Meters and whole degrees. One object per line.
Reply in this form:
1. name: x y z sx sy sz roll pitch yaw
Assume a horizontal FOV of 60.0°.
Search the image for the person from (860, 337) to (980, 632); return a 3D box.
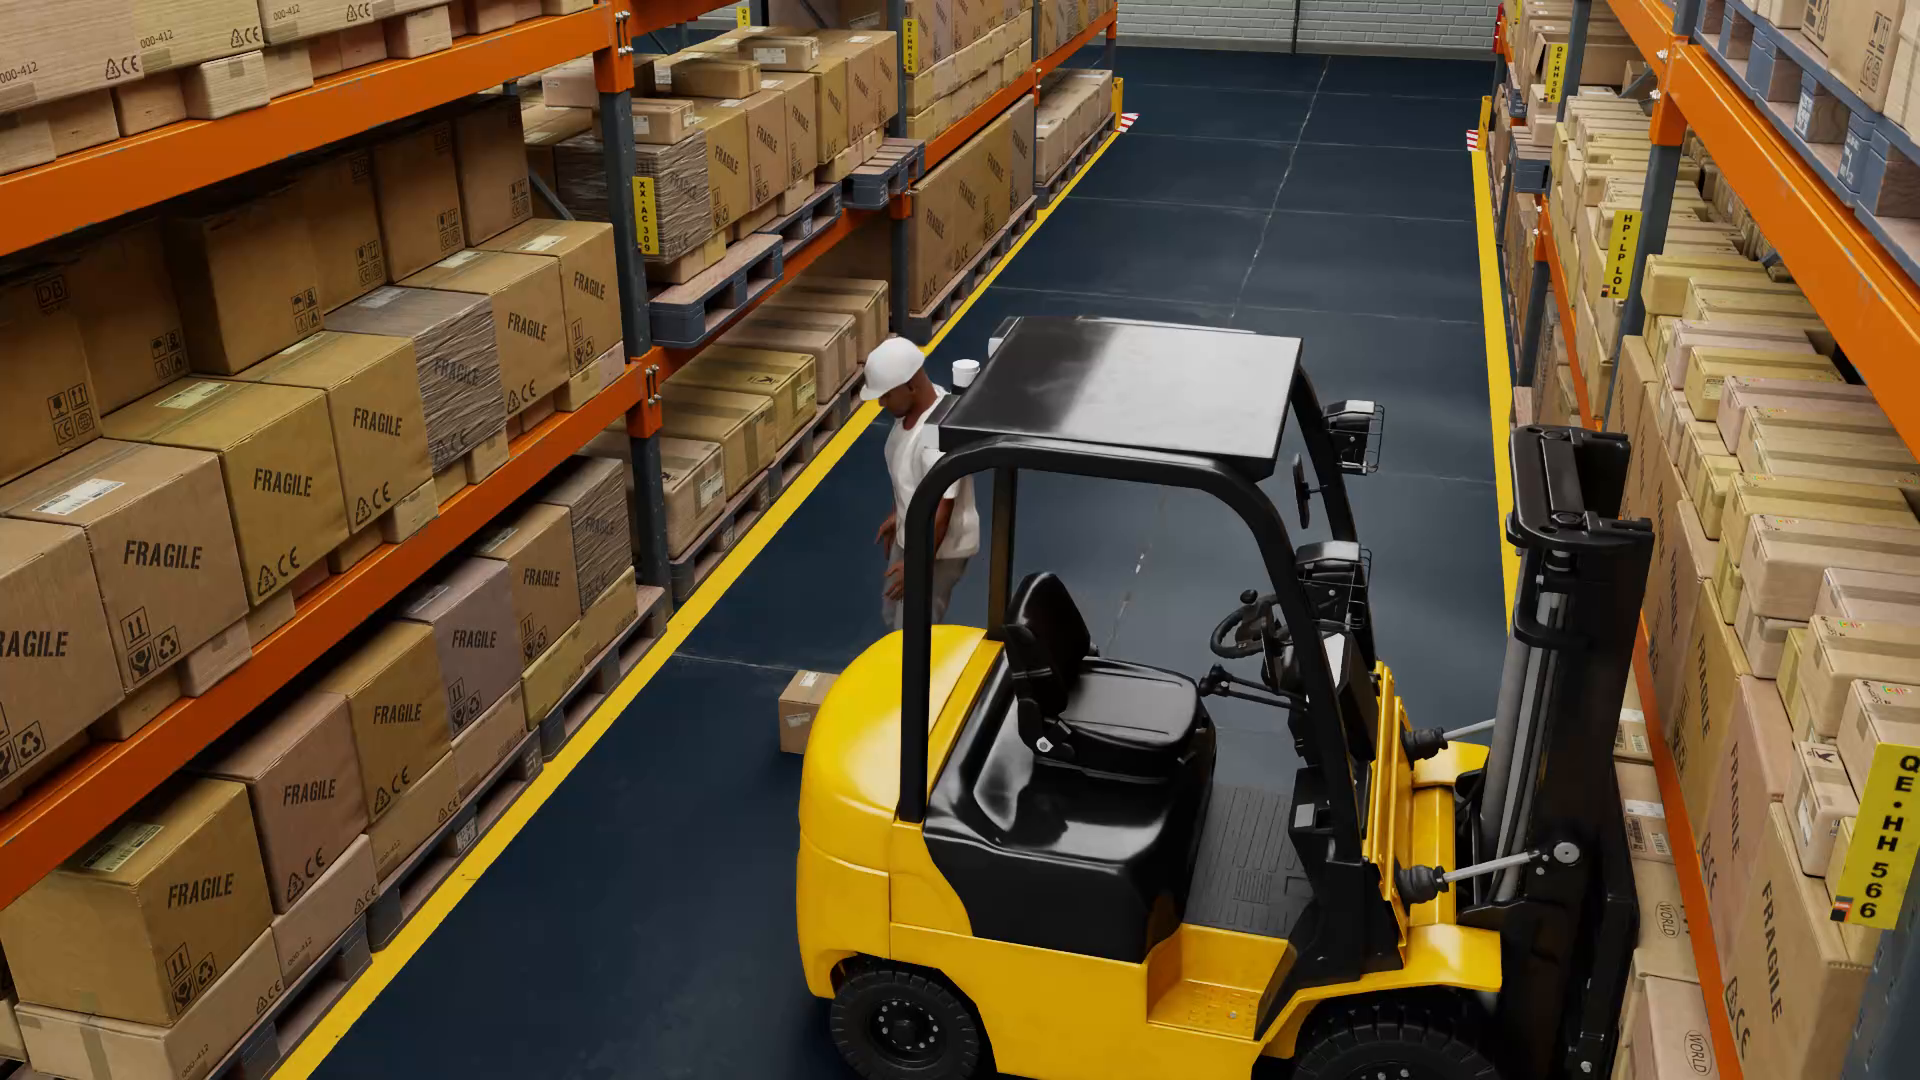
1. person: -0.158 0.015 6.608 0.453 1.717 0.591 -6 26 -12
